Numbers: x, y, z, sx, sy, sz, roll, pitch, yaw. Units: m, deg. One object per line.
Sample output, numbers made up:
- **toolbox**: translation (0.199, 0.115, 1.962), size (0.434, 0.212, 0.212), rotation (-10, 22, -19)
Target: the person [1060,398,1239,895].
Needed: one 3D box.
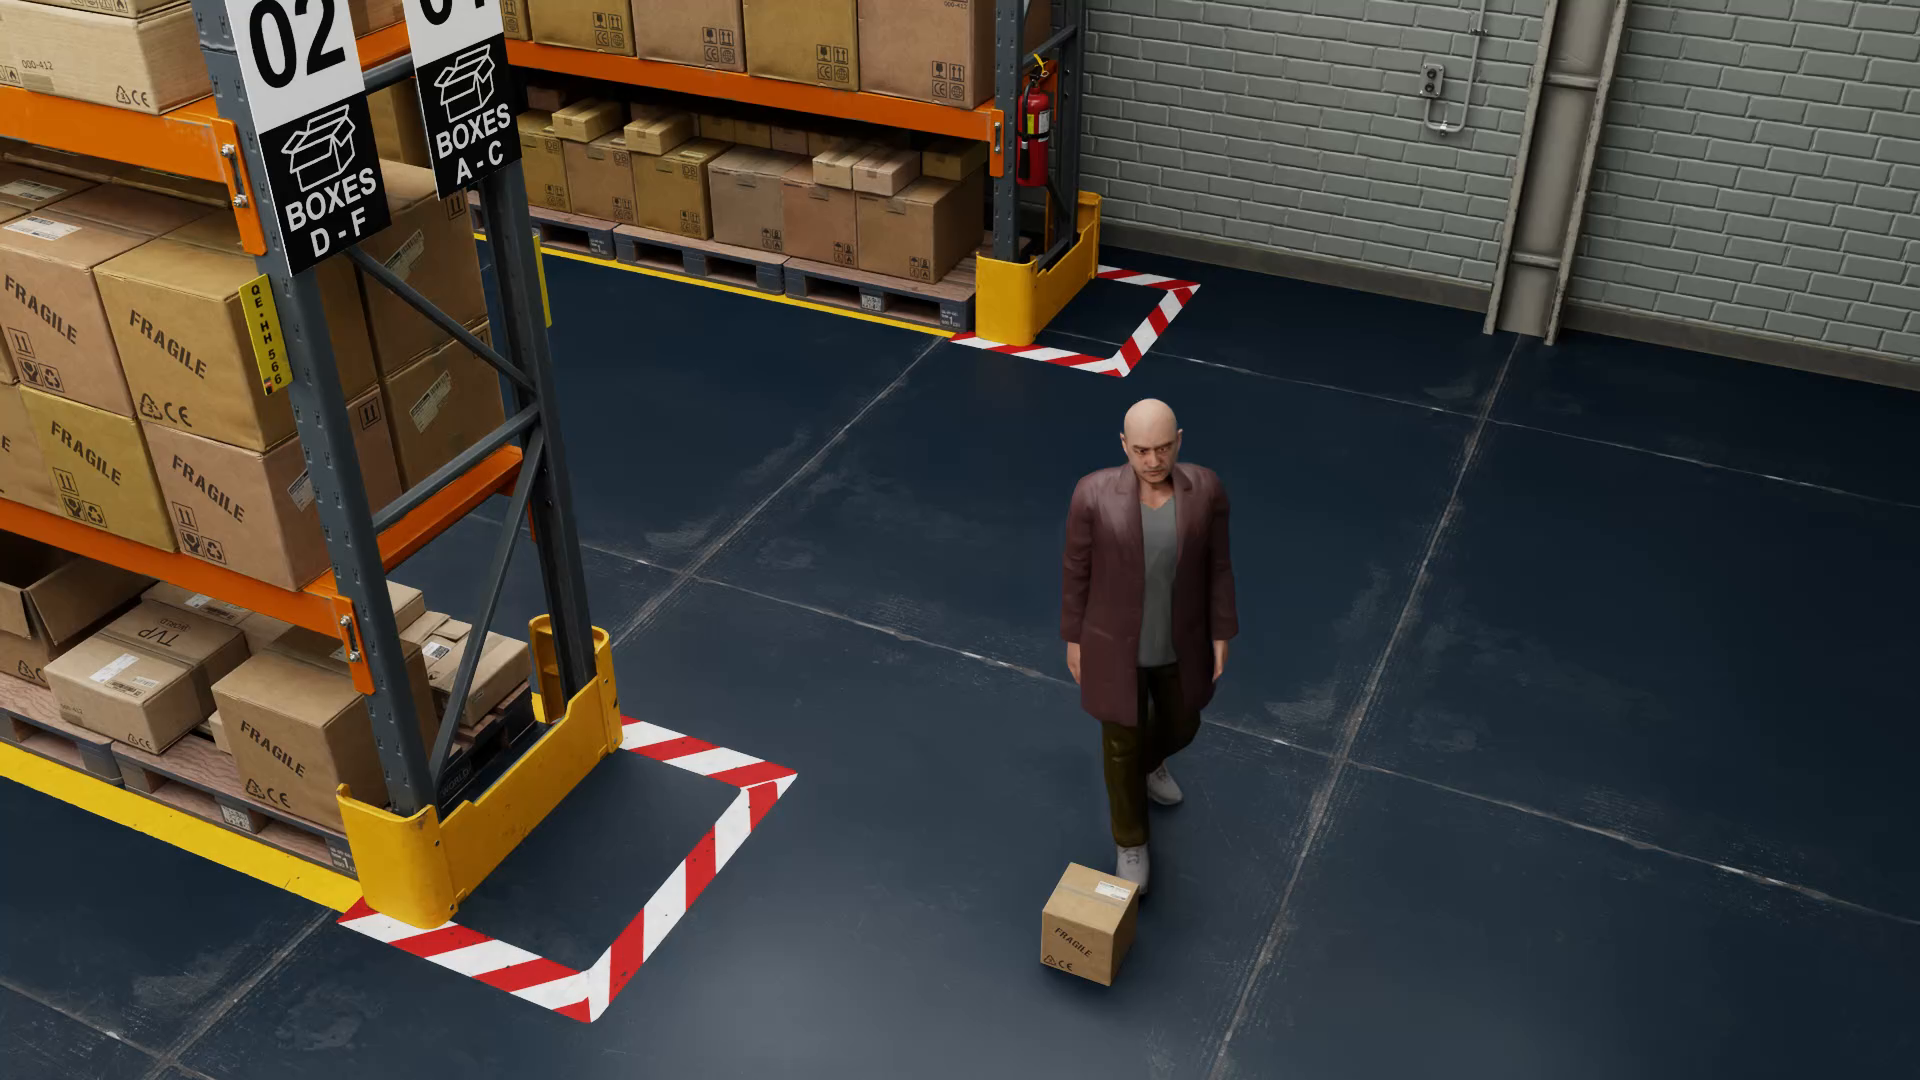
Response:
- **person**: translation (0.641, 0.322, 5.651), size (0.602, 1.773, 0.757), rotation (-5, 34, -8)
